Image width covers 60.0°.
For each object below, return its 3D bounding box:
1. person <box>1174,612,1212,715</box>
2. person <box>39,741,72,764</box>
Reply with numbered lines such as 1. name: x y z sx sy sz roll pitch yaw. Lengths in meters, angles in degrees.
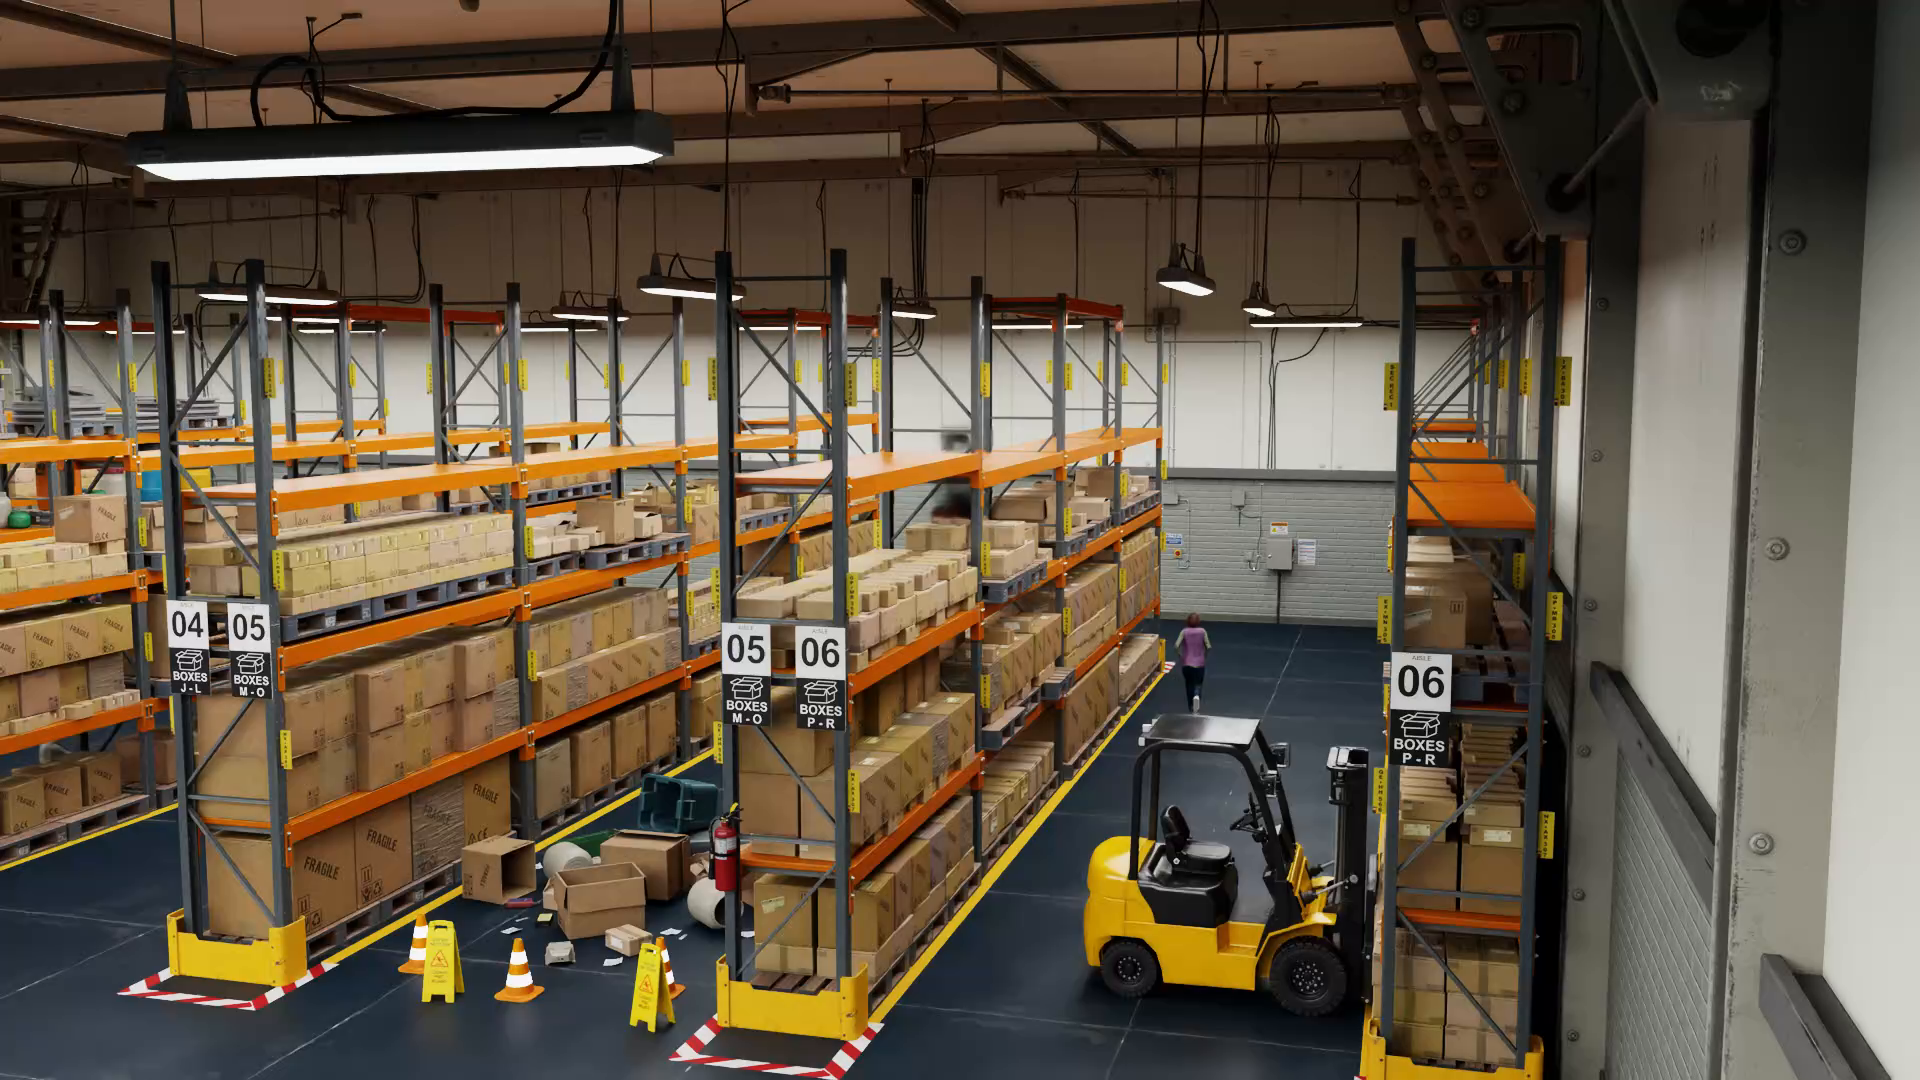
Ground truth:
1. person: 3.392 1.838 24.223 0.542 1.573 0.695 1 6 10
2. person: -11.135 2.181 20.352 0.600 1.681 0.892 1 6 6
